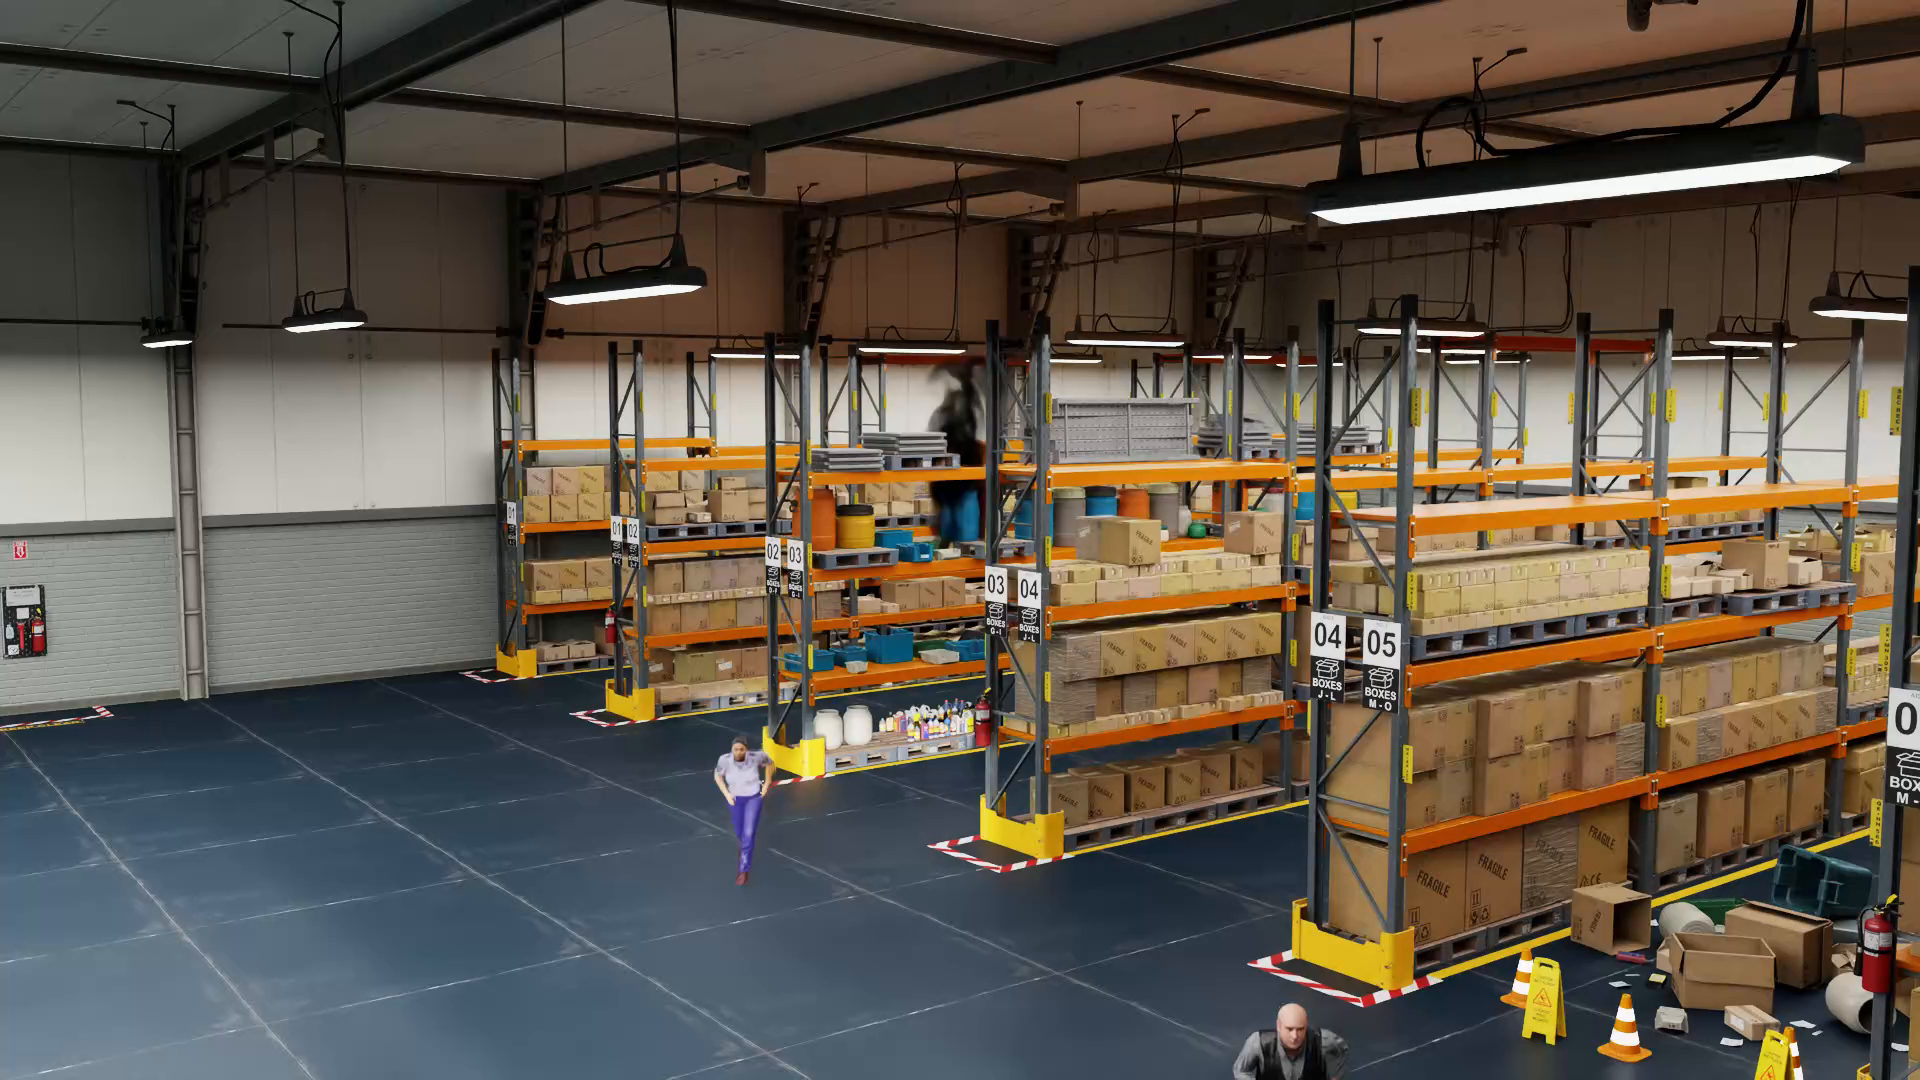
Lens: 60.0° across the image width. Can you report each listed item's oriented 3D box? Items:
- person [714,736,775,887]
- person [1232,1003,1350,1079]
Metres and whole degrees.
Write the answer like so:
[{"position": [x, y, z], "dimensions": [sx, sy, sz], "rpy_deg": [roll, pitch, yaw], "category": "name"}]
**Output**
[{"position": [-2.309, 2.836, 17.900], "dimensions": [0.639, 1.612, 0.973], "rpy_deg": [0, 5, -4], "category": "person"}, {"position": [1.972, 3.486, 10.028], "dimensions": [0.696, 1.678, 1.008], "rpy_deg": [0, 5, 3], "category": "person"}]
